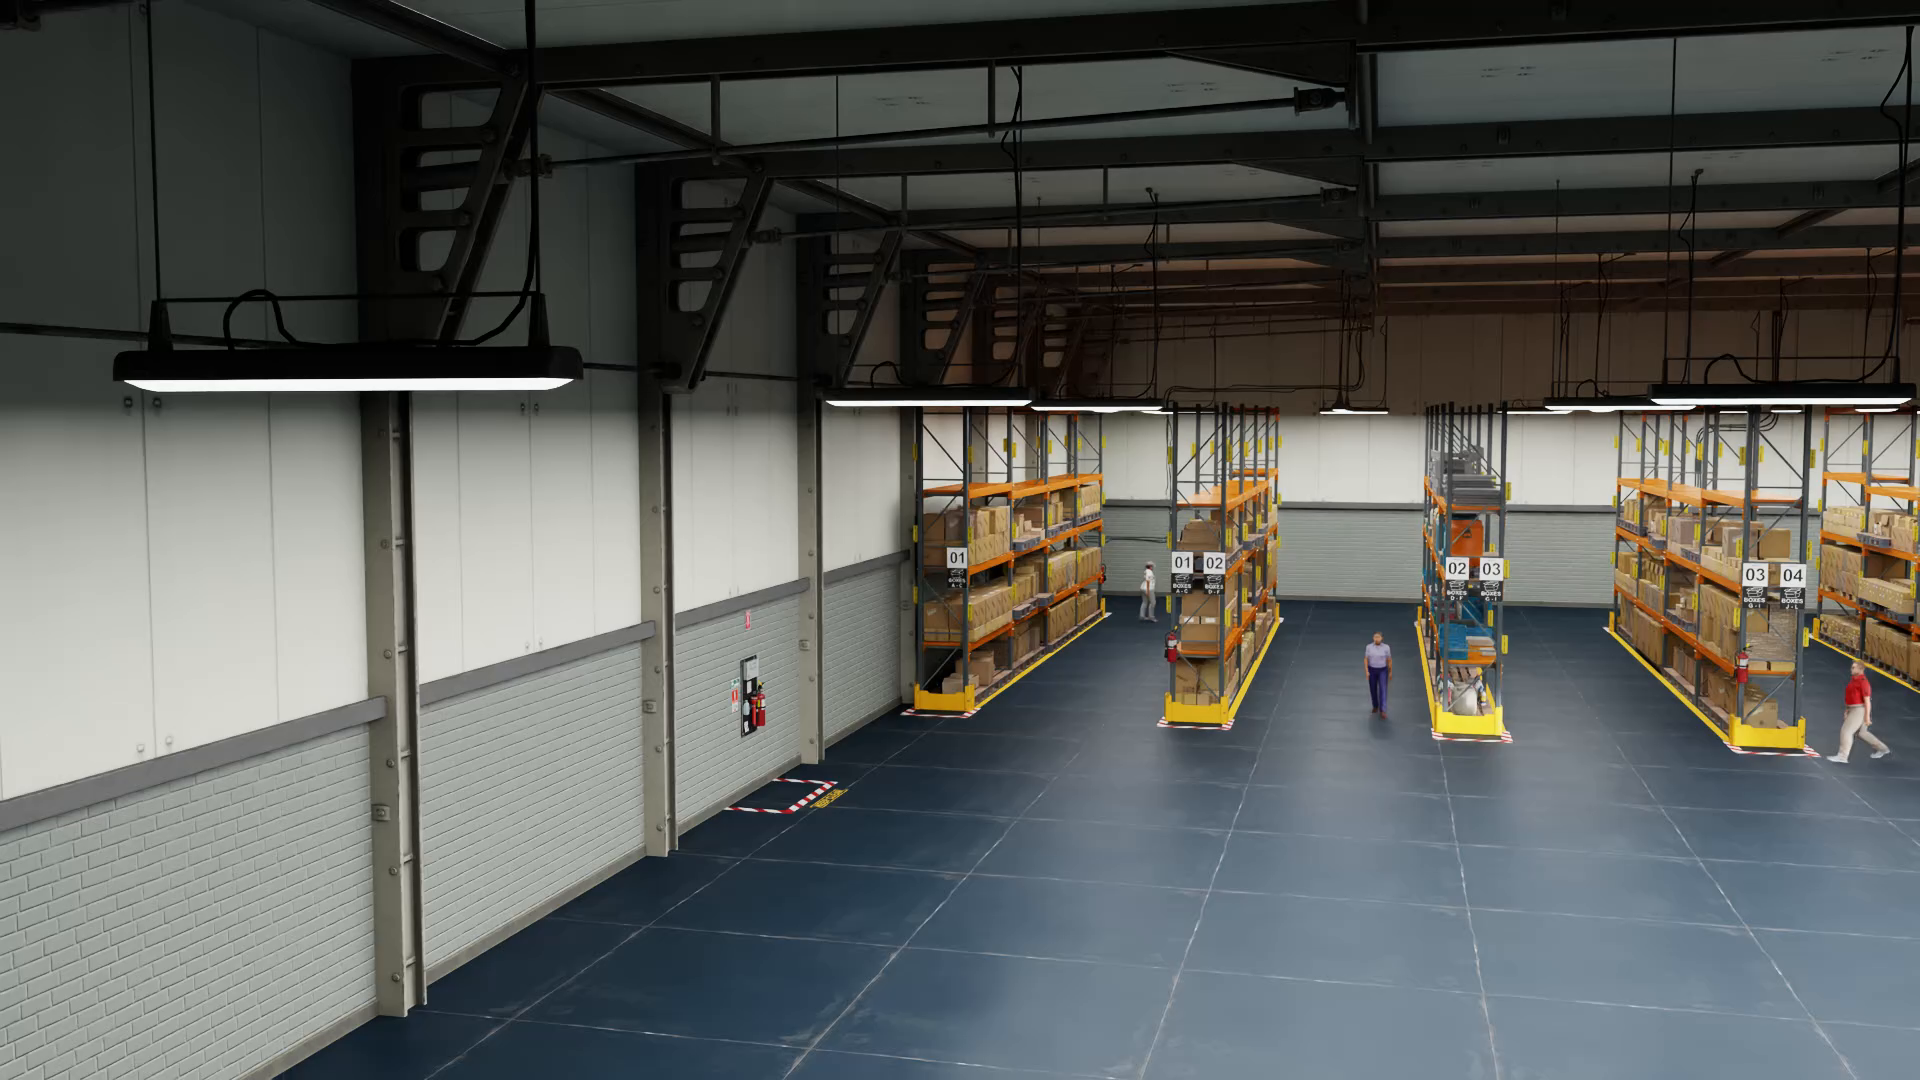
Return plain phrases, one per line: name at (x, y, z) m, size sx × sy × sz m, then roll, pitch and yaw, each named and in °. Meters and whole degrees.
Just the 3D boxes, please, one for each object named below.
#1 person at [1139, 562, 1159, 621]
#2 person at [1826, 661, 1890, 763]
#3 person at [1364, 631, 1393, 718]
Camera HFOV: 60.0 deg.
person at (5.313, 1.454, 46.849) m, size 0.527 × 1.706 × 0.523 m, roll -1°, pitch 4°, yaw -10°
person at (14.874, 2.841, 27.477) m, size 1.019 × 1.682 × 0.534 m, roll 1°, pitch 4°, yaw 13°
person at (7.990, 2.548, 31.819) m, size 0.515 × 1.602 × 0.922 m, roll 2°, pitch 5°, yaw 24°
